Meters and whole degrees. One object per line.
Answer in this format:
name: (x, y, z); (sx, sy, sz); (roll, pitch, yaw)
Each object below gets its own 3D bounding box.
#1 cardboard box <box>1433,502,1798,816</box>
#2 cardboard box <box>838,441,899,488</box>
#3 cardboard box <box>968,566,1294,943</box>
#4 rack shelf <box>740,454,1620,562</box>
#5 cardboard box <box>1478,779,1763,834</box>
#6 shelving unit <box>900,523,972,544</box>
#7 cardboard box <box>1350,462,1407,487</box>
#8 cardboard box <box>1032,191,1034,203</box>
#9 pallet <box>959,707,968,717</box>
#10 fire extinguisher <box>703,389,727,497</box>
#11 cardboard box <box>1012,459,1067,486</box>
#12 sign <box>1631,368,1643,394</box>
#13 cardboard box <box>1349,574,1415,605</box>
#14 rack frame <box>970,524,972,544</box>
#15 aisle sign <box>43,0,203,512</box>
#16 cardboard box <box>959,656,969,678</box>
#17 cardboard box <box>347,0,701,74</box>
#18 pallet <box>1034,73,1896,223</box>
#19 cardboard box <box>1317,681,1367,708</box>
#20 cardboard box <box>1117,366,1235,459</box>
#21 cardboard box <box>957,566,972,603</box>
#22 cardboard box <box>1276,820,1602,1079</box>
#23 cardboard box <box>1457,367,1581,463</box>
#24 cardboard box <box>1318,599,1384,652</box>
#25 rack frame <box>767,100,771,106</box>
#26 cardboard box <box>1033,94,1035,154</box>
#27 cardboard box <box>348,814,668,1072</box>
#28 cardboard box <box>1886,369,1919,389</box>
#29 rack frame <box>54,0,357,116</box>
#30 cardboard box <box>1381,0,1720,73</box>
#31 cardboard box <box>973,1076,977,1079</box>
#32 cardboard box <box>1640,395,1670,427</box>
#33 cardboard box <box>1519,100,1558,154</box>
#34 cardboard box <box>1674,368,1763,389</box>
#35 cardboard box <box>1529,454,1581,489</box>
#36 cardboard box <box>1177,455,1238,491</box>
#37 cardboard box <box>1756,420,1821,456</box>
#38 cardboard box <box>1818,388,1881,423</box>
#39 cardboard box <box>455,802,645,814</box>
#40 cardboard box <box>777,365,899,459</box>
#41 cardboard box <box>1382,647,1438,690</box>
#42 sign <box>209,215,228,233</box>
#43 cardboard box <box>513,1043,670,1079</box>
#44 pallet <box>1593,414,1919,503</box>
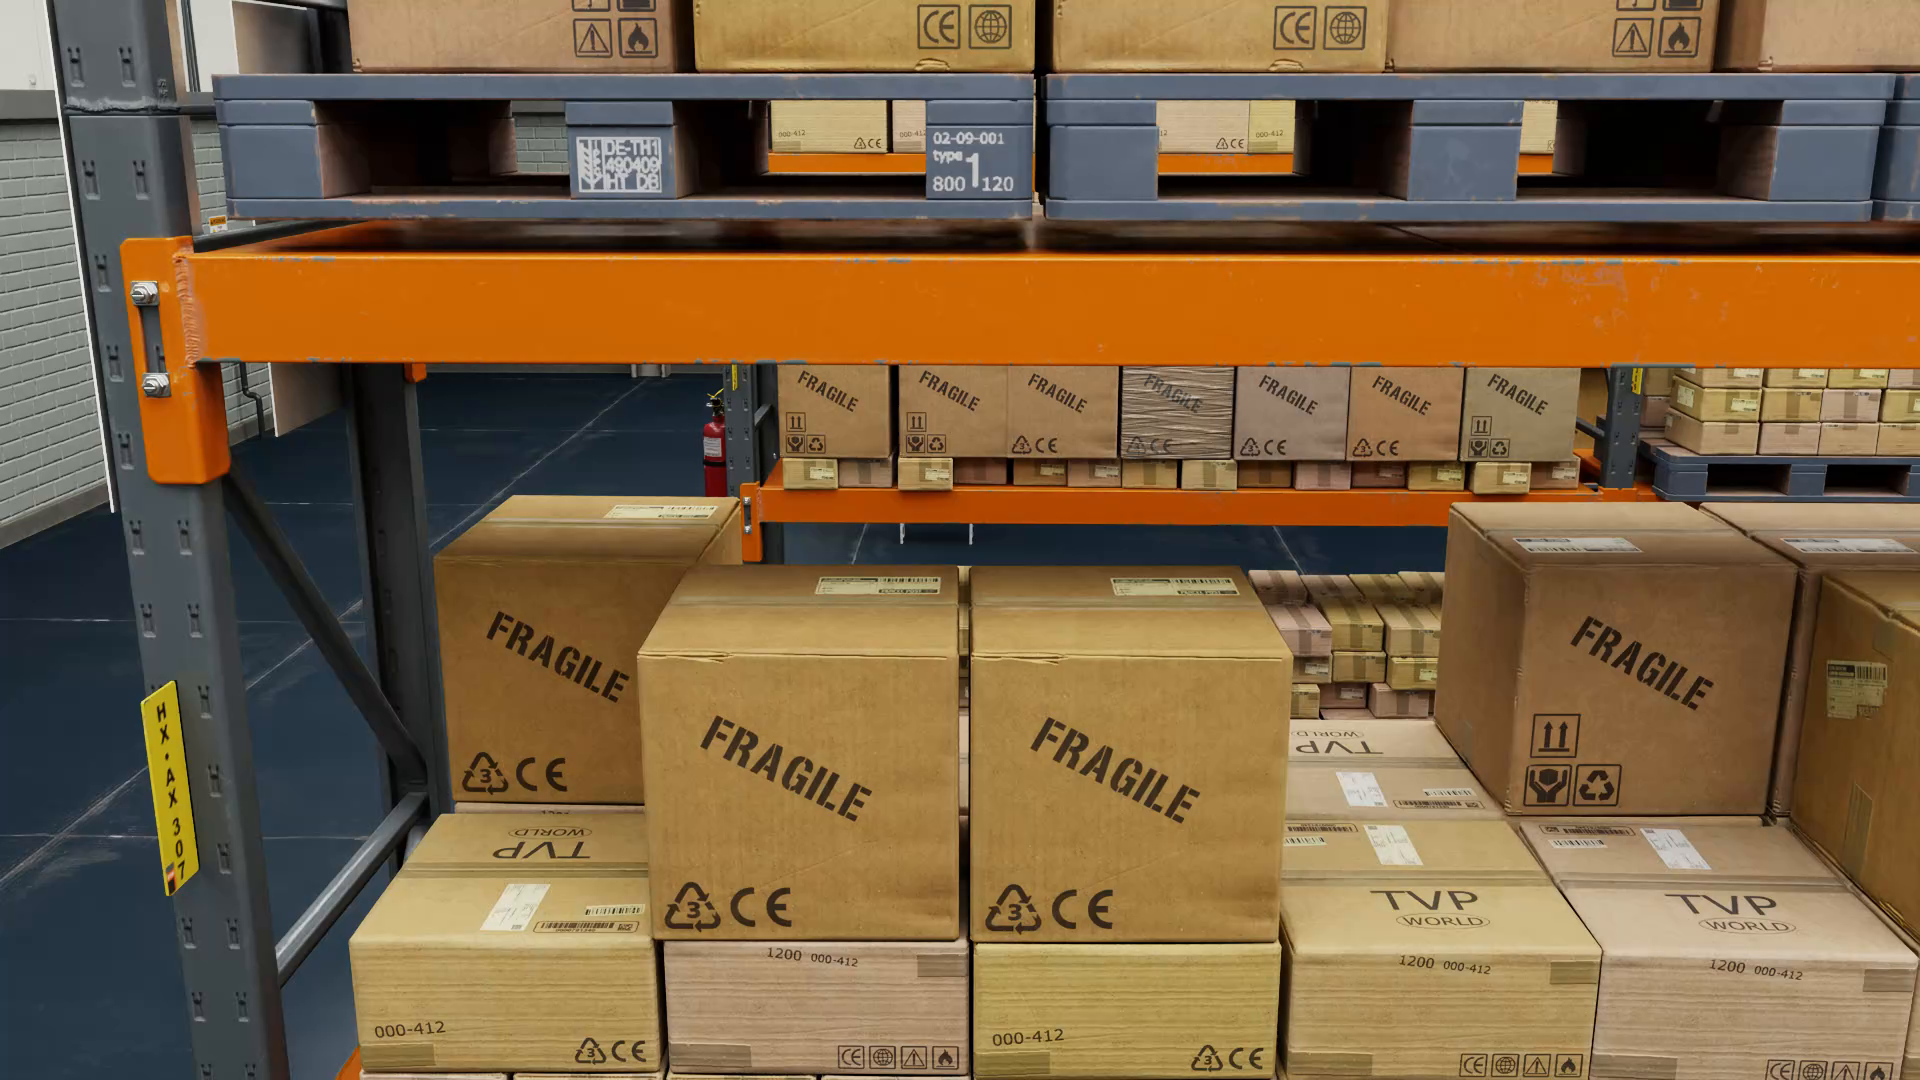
cardboard box: (1.290, 0.224, 3.353); (0.500, 0.500, 0.500); (0, 15, 0)
cardboard box: (-0.426, -0.359, 7.812); (0.250, 0.149, 0.380); (1, 15, 3)
cardboard box: (0.266, 0.351, 2.872); (0.500, 0.500, 0.500); (0, 15, 0)
rack shelf: (1.003, -0.196, 8.113); (4.000, 0.370, 1.077); (0, 15, 1)
cardboard box: (1.296, 0.586, 3.451); (0.500, 0.250, 0.500); (1, 15, 3)
shelving unit: (-0.165, -0.581, 11.691); (0.503, 1.200, 0.258); (0, 15, 1)
cardboard box: (1.929, -0.362, 7.823); (0.250, 0.149, 0.380); (0, 15, 0)
cardboard box: (0.425, -2.593, 12.359); (0.250, 0.149, 0.380); (1, 15, 2)
pallet: (-0.110, 0.806, 8.370); (1.213, 0.211, 1.003); (0, 15, 1)
fire extinguisher: (-1.237, -0.459, 8.580); (0.183, 0.674, 0.296); (0, 15, 1)
cardboard box: (0.375, -0.368, 7.849); (0.250, 0.149, 0.380); (0, 15, 1)
sign: (2.996, -0.811, 7.337); (0.005, 0.325, 0.100); (0, 15, 1)
cardboard box: (2.135, 0.296, 8.438); (0.250, 0.149, 0.380); (0, 15, 1)
rack frame: (0.078, -0.580, 11.685); (0.015, 1.200, 0.240); (0, 15, 1)
aisle sign: (-1.304, -0.474, 2.659); (0.004, 0.787, 0.394); (0, 15, 1)
cardboard box: (0.040, 0.539, 8.100); (0.250, 0.149, 0.380); (1, 15, 2)
cardboard box: (-0.703, -1.053, 2.856); (0.500, 0.500, 0.700); (-1, 15, -2)
pallet: (0.740, -0.691, 2.872); (1.213, 0.211, 1.003); (0, 15, 1)
cardboard box: (1.818, 0.688, 8.118); (0.250, 0.149, 0.380); (0, 15, 0)
cardboard box: (0.980, -0.670, 7.722); (0.500, 0.500, 0.500); (0, 15, 0)
cardboard box: (0.051, 0.255, 8.591); (0.250, 0.149, 0.380); (0, 15, 0)
cardboard box: (0.792, 0.716, 2.957); (0.500, 0.250, 0.500); (0, 15, 0)
cardboard box: (2.511, -0.654, 7.660); (0.500, 0.500, 0.500); (0, 15, 2)
cardboard box: (1.877, 0.408, 8.012); (0.250, 0.149, 0.380); (1, 15, 3)
rack frame: (-0.997, -3.458, 7.305); (0.127, 3.000, 1.000); (0, 15, 1)
cardboard box: (0.487, -1.862, 7.432); (0.500, 0.250, 0.500); (0, 15, 0)
cardboard box: (-0.752, 0.708, 2.987); (0.500, 0.250, 0.500); (0, 15, 0)
cardboard box: (4.169, -0.775, 7.402); (0.250, 0.149, 0.380); (0, 15, 1)
rack frame: (-1.225, -2.193, 2.514); (0.127, 3.000, 1.000); (0, 15, 1)
cardboard box: (0.934, -1.051, 2.847); (0.500, 0.500, 0.700); (1, 15, 4)
cardboard box: (0.149, 0.922, 2.960); (0.250, 0.149, 0.380); (0, 15, 0)
cardboard box: (3.404, -0.660, 8.132); (0.250, 0.149, 0.380); (0, 15, 0)
cardboard box: (2.504, -1.843, 7.359); (0.500, 0.250, 0.500); (1, 15, 3)
cardboard box: (3.384, -0.780, 7.420); (0.250, 0.149, 0.380); (1, 15, 4)
cardboard box: (2.710, -0.352, 7.785); (0.250, 0.149, 0.380); (0, 15, 1)
cardboard box: (1.146, -0.343, 7.754); (0.250, 0.149, 0.380); (1, 15, 3)
cardboard box: (3.661, -0.492, 7.495); (0.250, 0.149, 0.380); (1, 15, 2)
cardboard box: (3.901, -0.634, 7.448); (0.250, 0.149, 0.380); (1, 15, 3)
cardboard box: (-0.733, 0.572, 3.505); (0.500, 0.250, 0.500); (0, 15, 1)
cardboard box: (-0.555, -0.676, 7.742); (0.500, 0.500, 0.500); (1, 15, 4)
cardboard box: (2.140, 0.584, 7.929); (0.250, 0.149, 0.380); (0, 15, -1)
sign: (-6.618, -2.772, 14.848); (0.001, 0.242, 0.339); (0, 15, 1)
cardboard box: (-0.622, 0.917, 2.978); (0.250, 0.149, 0.380); (0, 15, 1)
pallet: (3.762, -0.396, 7.837); (1.213, 0.211, 1.003); (0, 15, 1)
